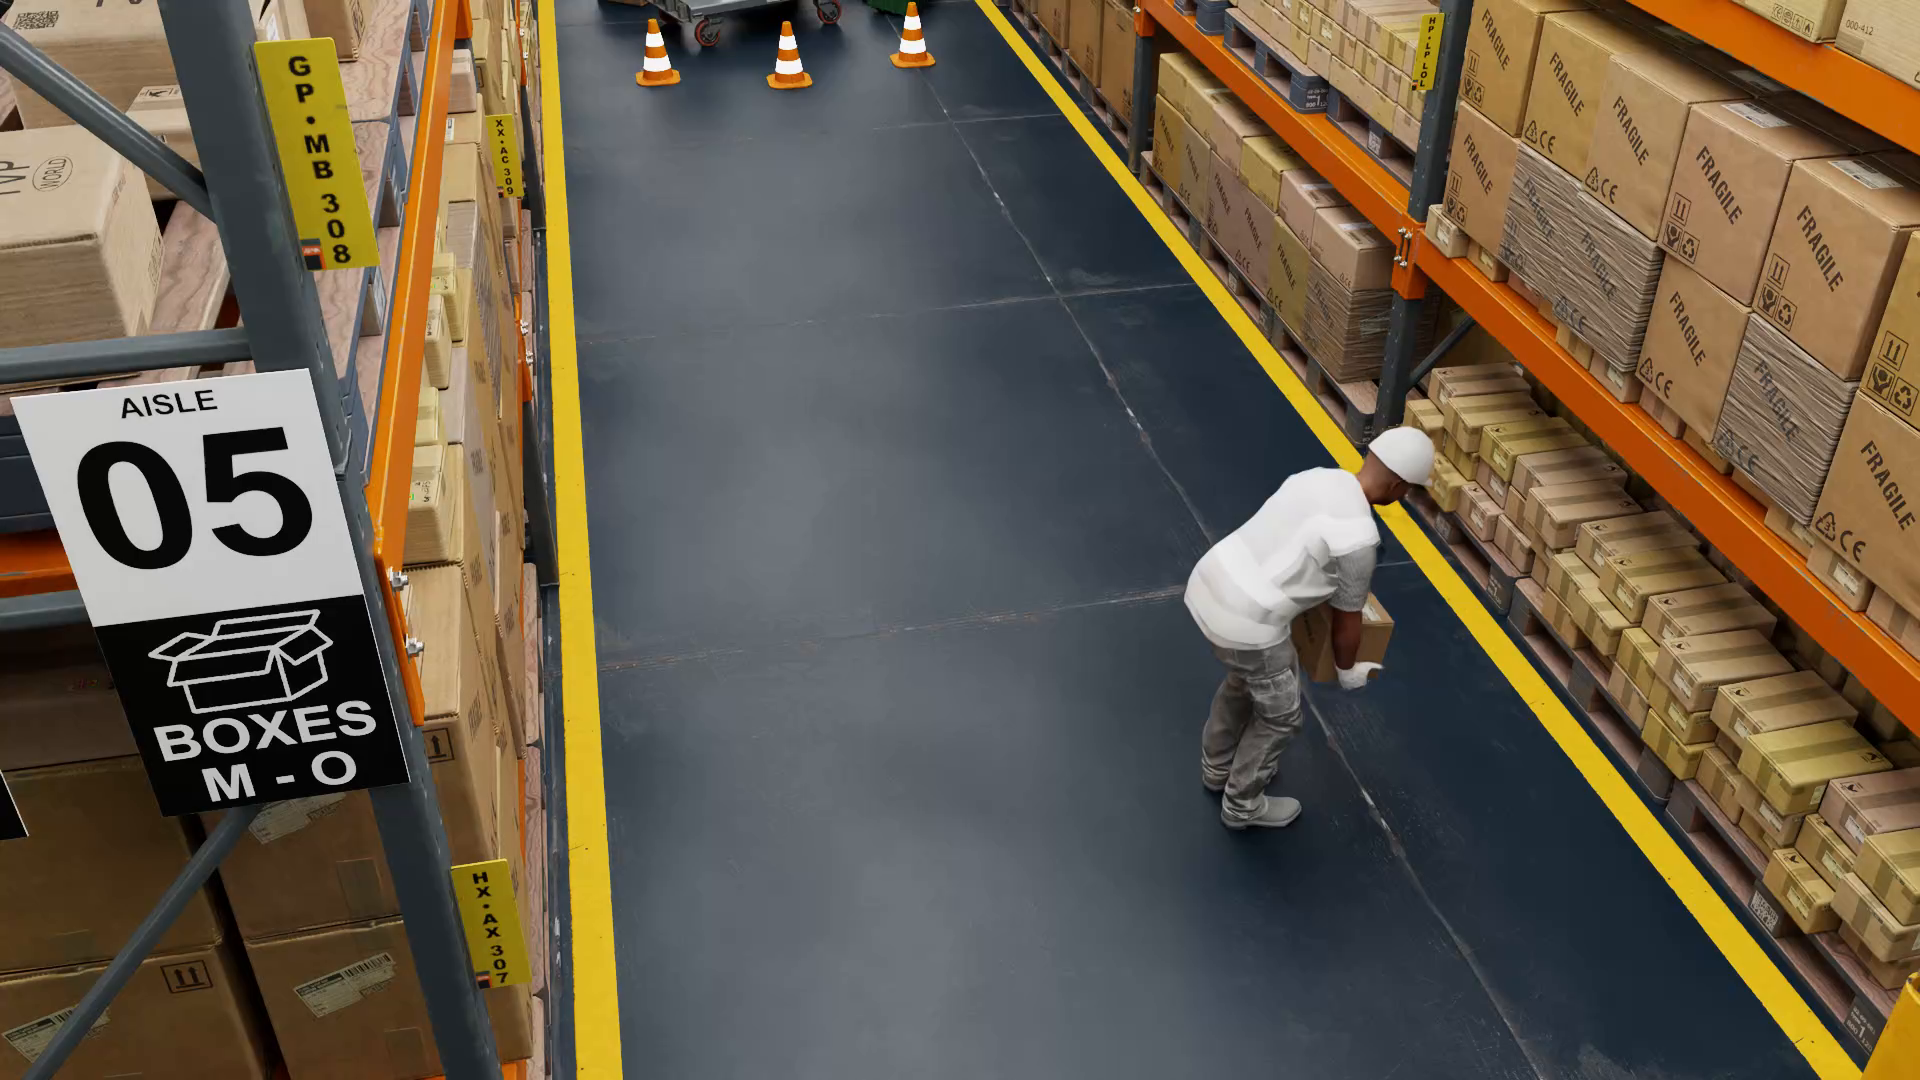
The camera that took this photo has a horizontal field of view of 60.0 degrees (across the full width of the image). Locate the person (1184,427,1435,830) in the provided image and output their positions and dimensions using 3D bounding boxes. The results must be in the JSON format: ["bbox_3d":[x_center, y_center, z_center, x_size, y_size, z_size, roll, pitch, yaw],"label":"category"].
[{"bbox_3d":[1.200,0.311,5.876,0.823,1.543,0.473,-8,35,-11],"label":"person"}]
